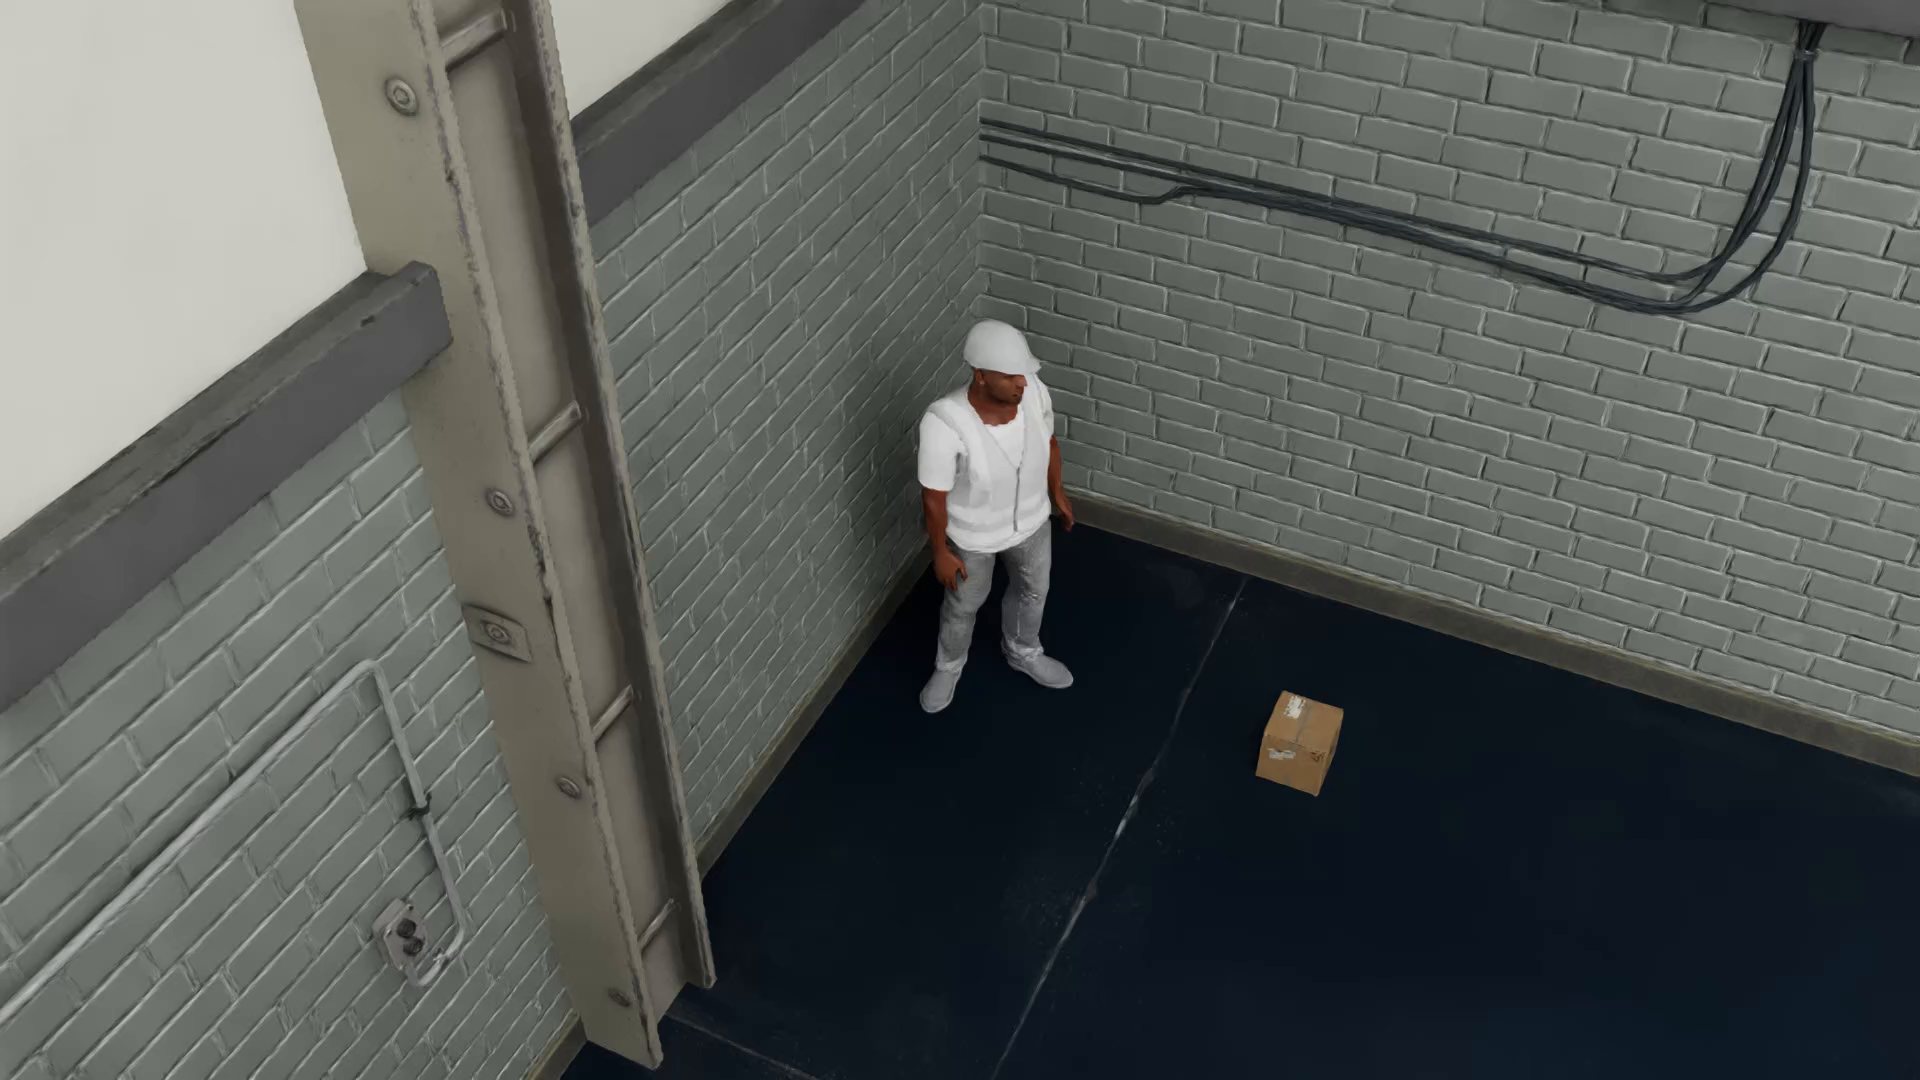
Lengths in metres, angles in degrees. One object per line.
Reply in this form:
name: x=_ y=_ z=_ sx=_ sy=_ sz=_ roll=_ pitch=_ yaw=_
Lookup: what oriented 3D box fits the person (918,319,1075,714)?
person: x=0.135 y=-0.075 z=6.236 sx=0.663 sy=1.771 sz=0.377 roll=-21 pitch=46 yaw=-22
